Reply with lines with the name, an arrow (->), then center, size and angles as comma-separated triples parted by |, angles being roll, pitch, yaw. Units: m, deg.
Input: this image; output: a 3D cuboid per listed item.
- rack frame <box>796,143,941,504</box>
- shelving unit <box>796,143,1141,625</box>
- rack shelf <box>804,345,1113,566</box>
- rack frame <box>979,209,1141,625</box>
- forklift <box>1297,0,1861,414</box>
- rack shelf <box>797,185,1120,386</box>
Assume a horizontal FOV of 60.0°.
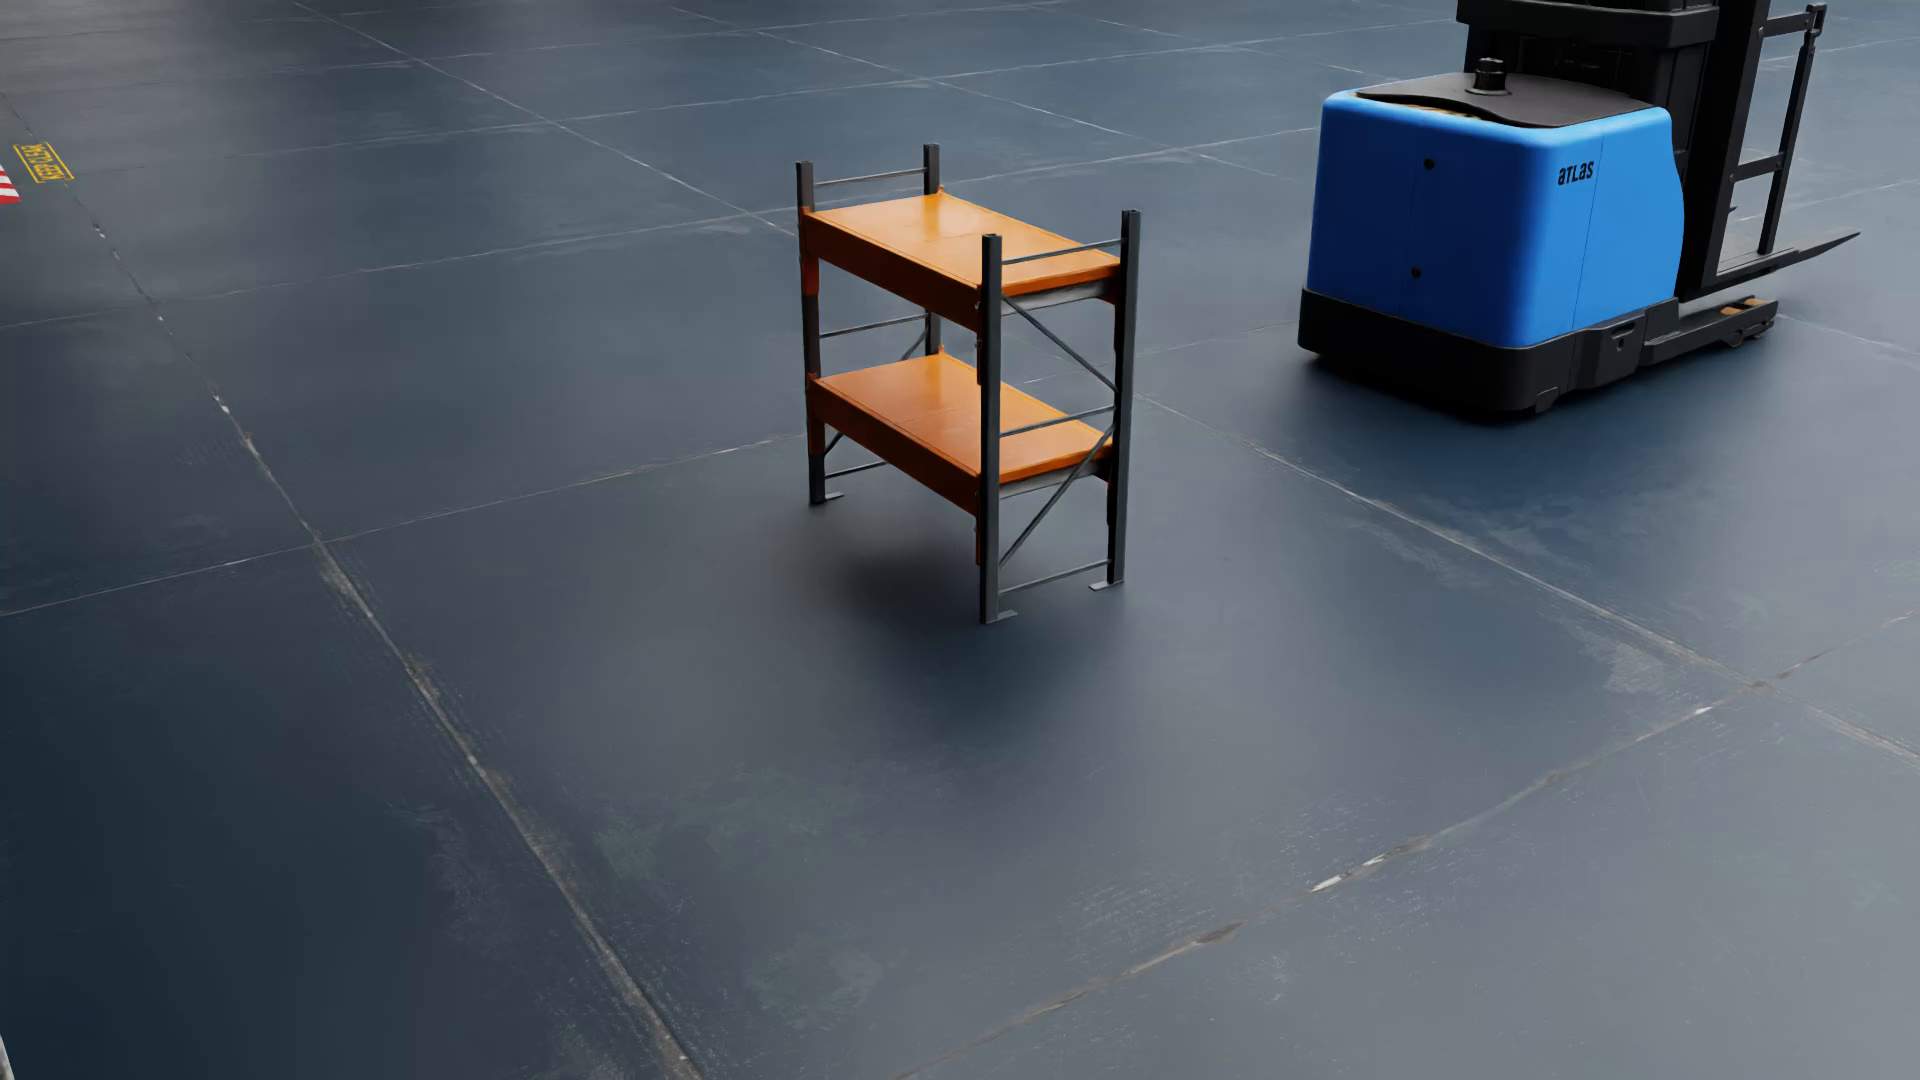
rack frame -> -0.281, -0.693, 5.400 | 0.500, 1.125, 0.032 | -16, 29, -30
shelving unit -> -0.004, -0.511, 5.015 | 0.538, 1.125, 1.048 | -16, 29, -30
rack shelf -> -0.004, -0.290, 5.119 | 0.538, 0.278, 1.000 | -16, 29, -30
rack frame -> 0.274, -0.329, 4.630 | 0.500, 1.125, 0.032 | -16, 29, -30
forklift -> 2.843, -2.290, 6.667 | 3.031, 2.935, 1.130 | -19, 31, -34
rack shelf -> -0.004, -0.776, 4.890 | 0.538, 0.278, 1.000 | -16, 29, -30
